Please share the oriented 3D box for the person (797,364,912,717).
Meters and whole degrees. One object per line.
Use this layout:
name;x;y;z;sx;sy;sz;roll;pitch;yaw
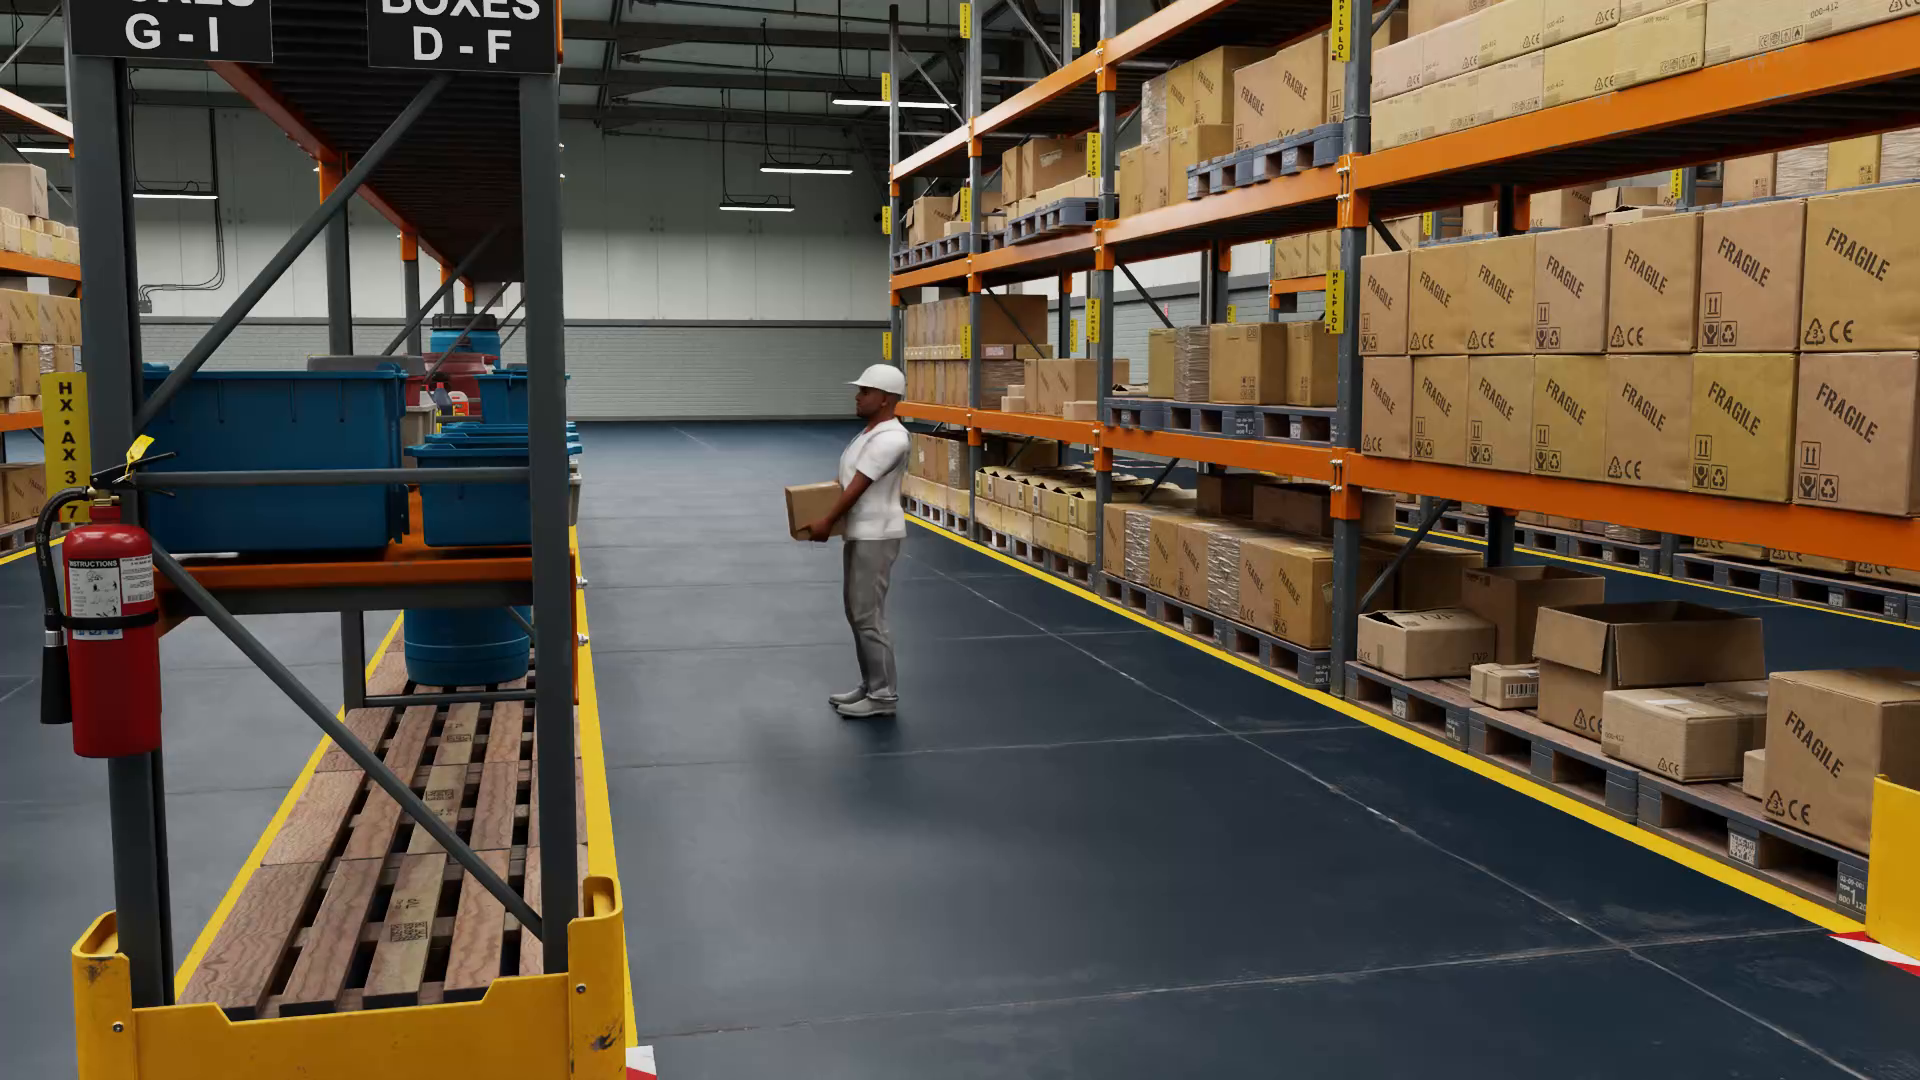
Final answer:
person;-0.545;0.000;8.371;0.586;1.760;0.503;-1;6;-13
